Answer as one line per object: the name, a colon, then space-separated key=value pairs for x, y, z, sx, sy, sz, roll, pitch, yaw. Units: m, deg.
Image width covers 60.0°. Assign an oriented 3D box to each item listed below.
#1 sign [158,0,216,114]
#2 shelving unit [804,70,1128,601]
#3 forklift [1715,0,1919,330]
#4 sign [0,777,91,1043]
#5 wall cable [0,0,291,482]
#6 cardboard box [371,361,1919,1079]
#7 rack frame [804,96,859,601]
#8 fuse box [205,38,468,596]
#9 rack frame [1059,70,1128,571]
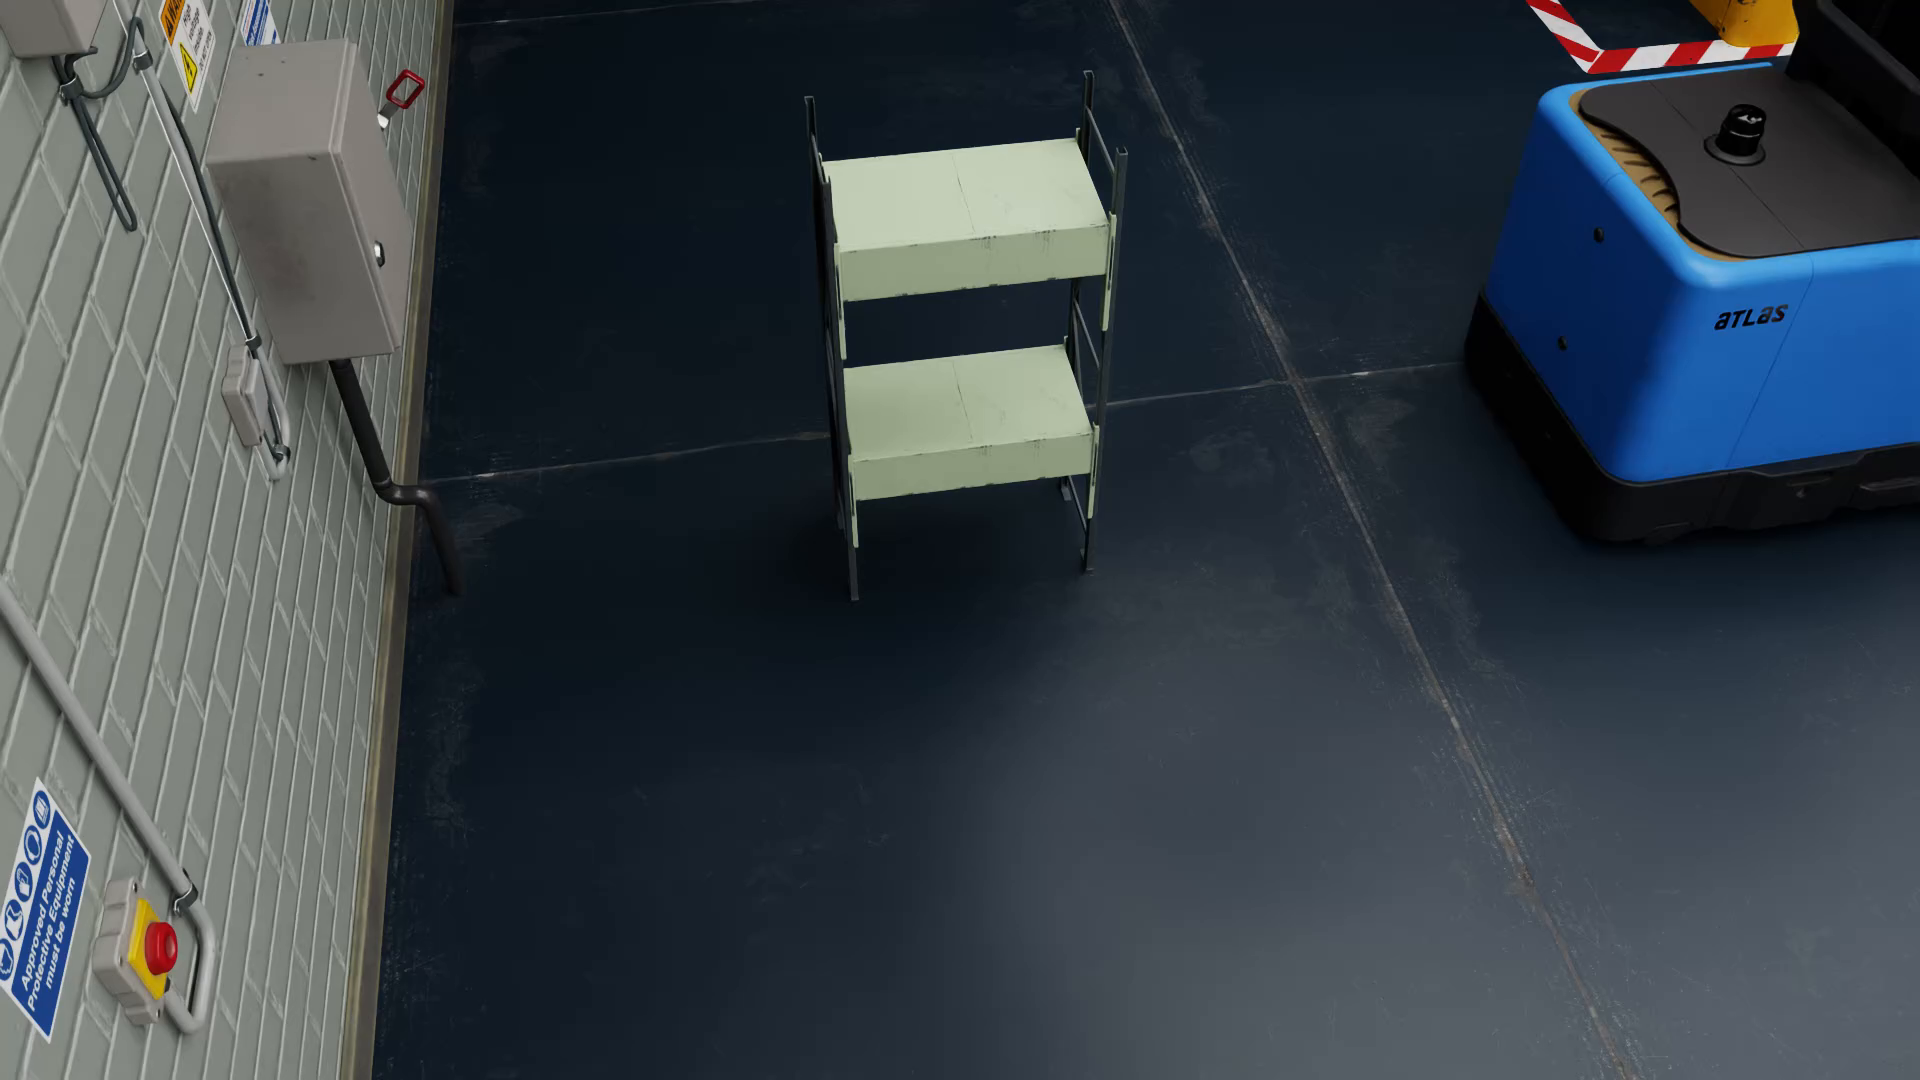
sign: x=-1.711 y=-1.135 z=3.687 sx=0.001 sy=0.242 sz=0.339 roll=-7 pitch=46 yaw=-7
shelving unit: x=0.007 y=-0.521 z=4.711 sx=0.755 sy=1.500 sz=0.400 roll=-7 pitch=46 yaw=-7
forklift: x=3.376 y=-1.507 z=4.728 sx=2.937 sy=2.843 sz=1.107 roll=-8 pitch=47 yaw=-8
sign: x=-1.354 y=0.544 z=2.455 sx=0.001 sy=0.218 sz=0.327 roll=-7 pitch=46 yaw=-7
wall cable: x=-1.555 y=-0.762 z=3.195 sx=0.122 sy=1.984 sz=0.588 roll=-7 pitch=46 yaw=-7
cardboard box: x=5.311 y=0.540 z=3.654 sx=13.522 sy=1.550 sz=6.103 roll=-8 pitch=47 yaw=-7
rack frame: x=-0.354 y=-0.476 z=4.667 sx=0.023 sy=1.500 sz=0.400 roll=-7 pitch=46 yaw=-7
fuse box: x=-1.516 y=-0.466 z=4.510 sx=0.414 sy=1.711 sz=0.539 roll=-7 pitch=46 yaw=-7
rack frame: x=0.367 y=-0.566 z=4.754 sx=0.023 sy=1.500 sz=0.400 roll=-7 pitch=46 yaw=-7
